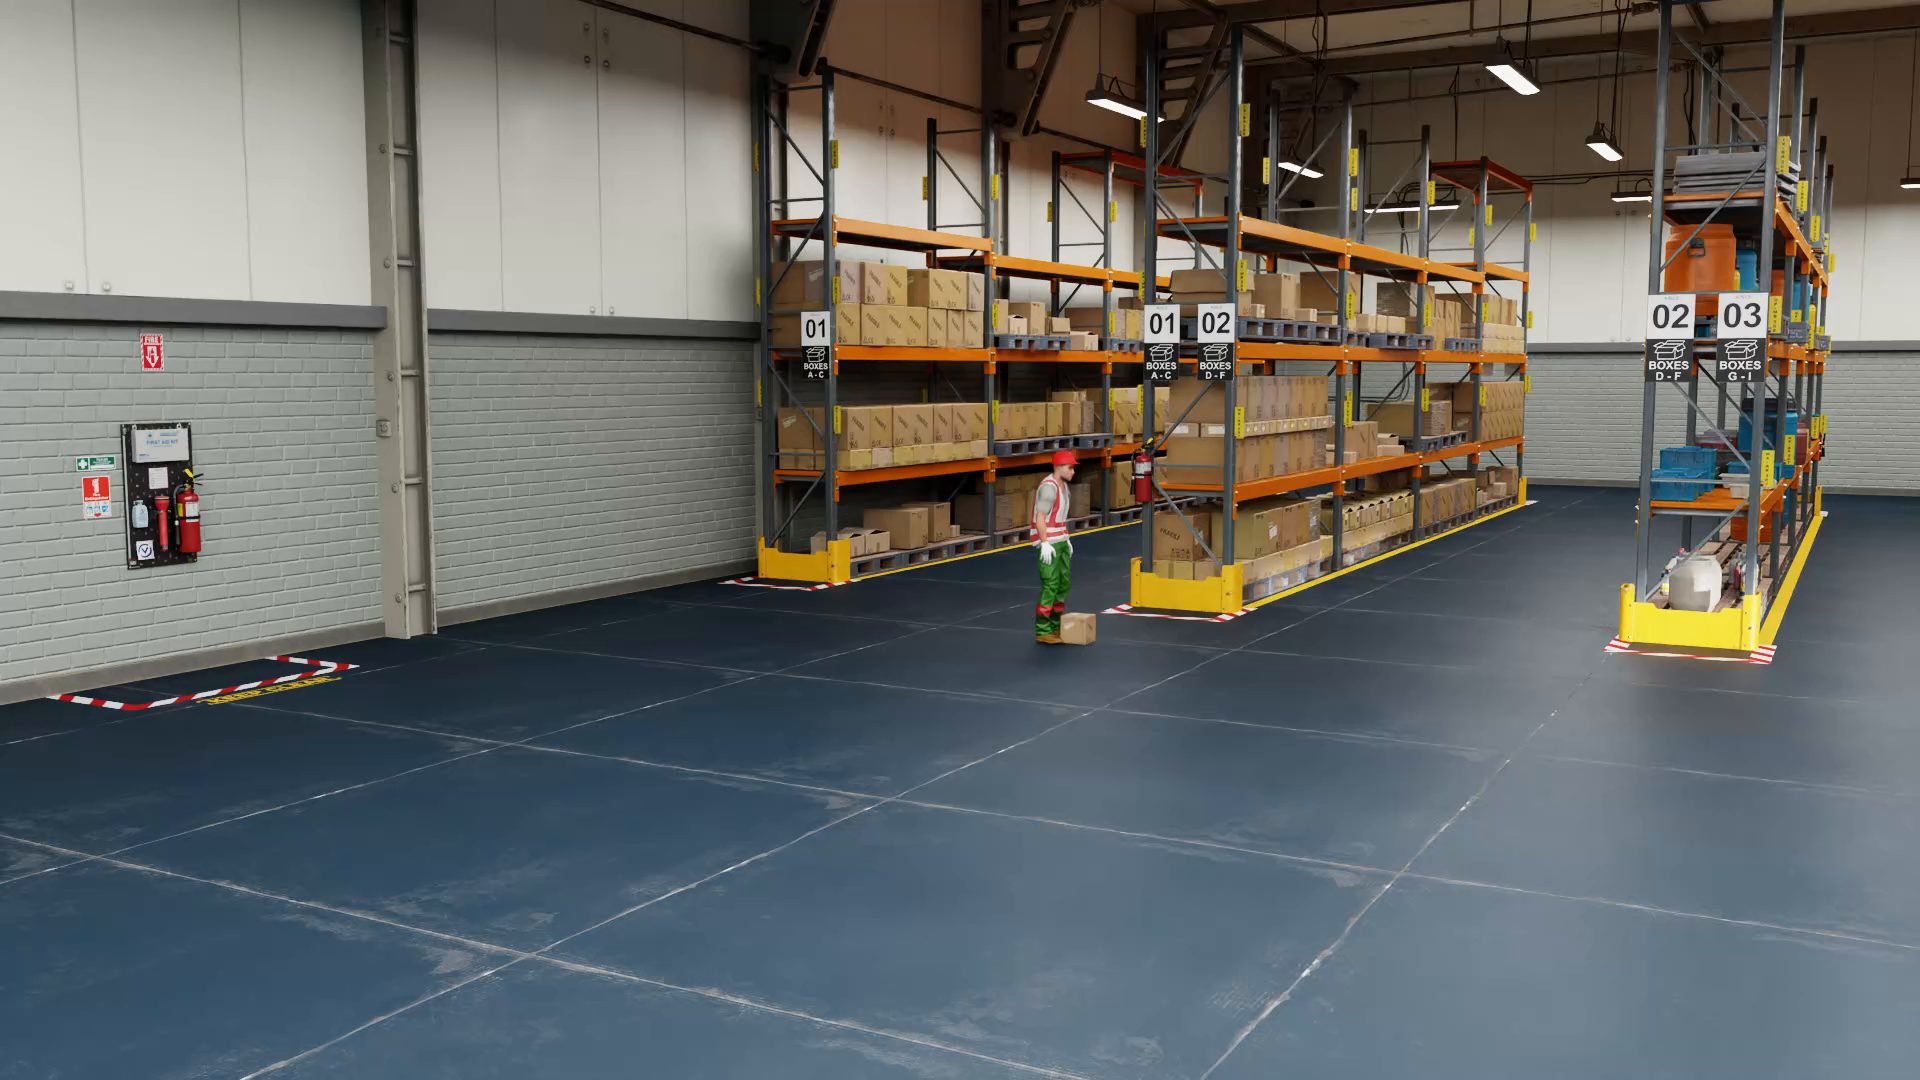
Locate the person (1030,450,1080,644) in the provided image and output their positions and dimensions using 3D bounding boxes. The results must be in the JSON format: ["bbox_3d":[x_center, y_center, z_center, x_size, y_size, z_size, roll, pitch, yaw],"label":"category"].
[{"bbox_3d":[0.895,0.055,15.480,0.453,1.777,0.604,3,7,26],"label":"person"}]
